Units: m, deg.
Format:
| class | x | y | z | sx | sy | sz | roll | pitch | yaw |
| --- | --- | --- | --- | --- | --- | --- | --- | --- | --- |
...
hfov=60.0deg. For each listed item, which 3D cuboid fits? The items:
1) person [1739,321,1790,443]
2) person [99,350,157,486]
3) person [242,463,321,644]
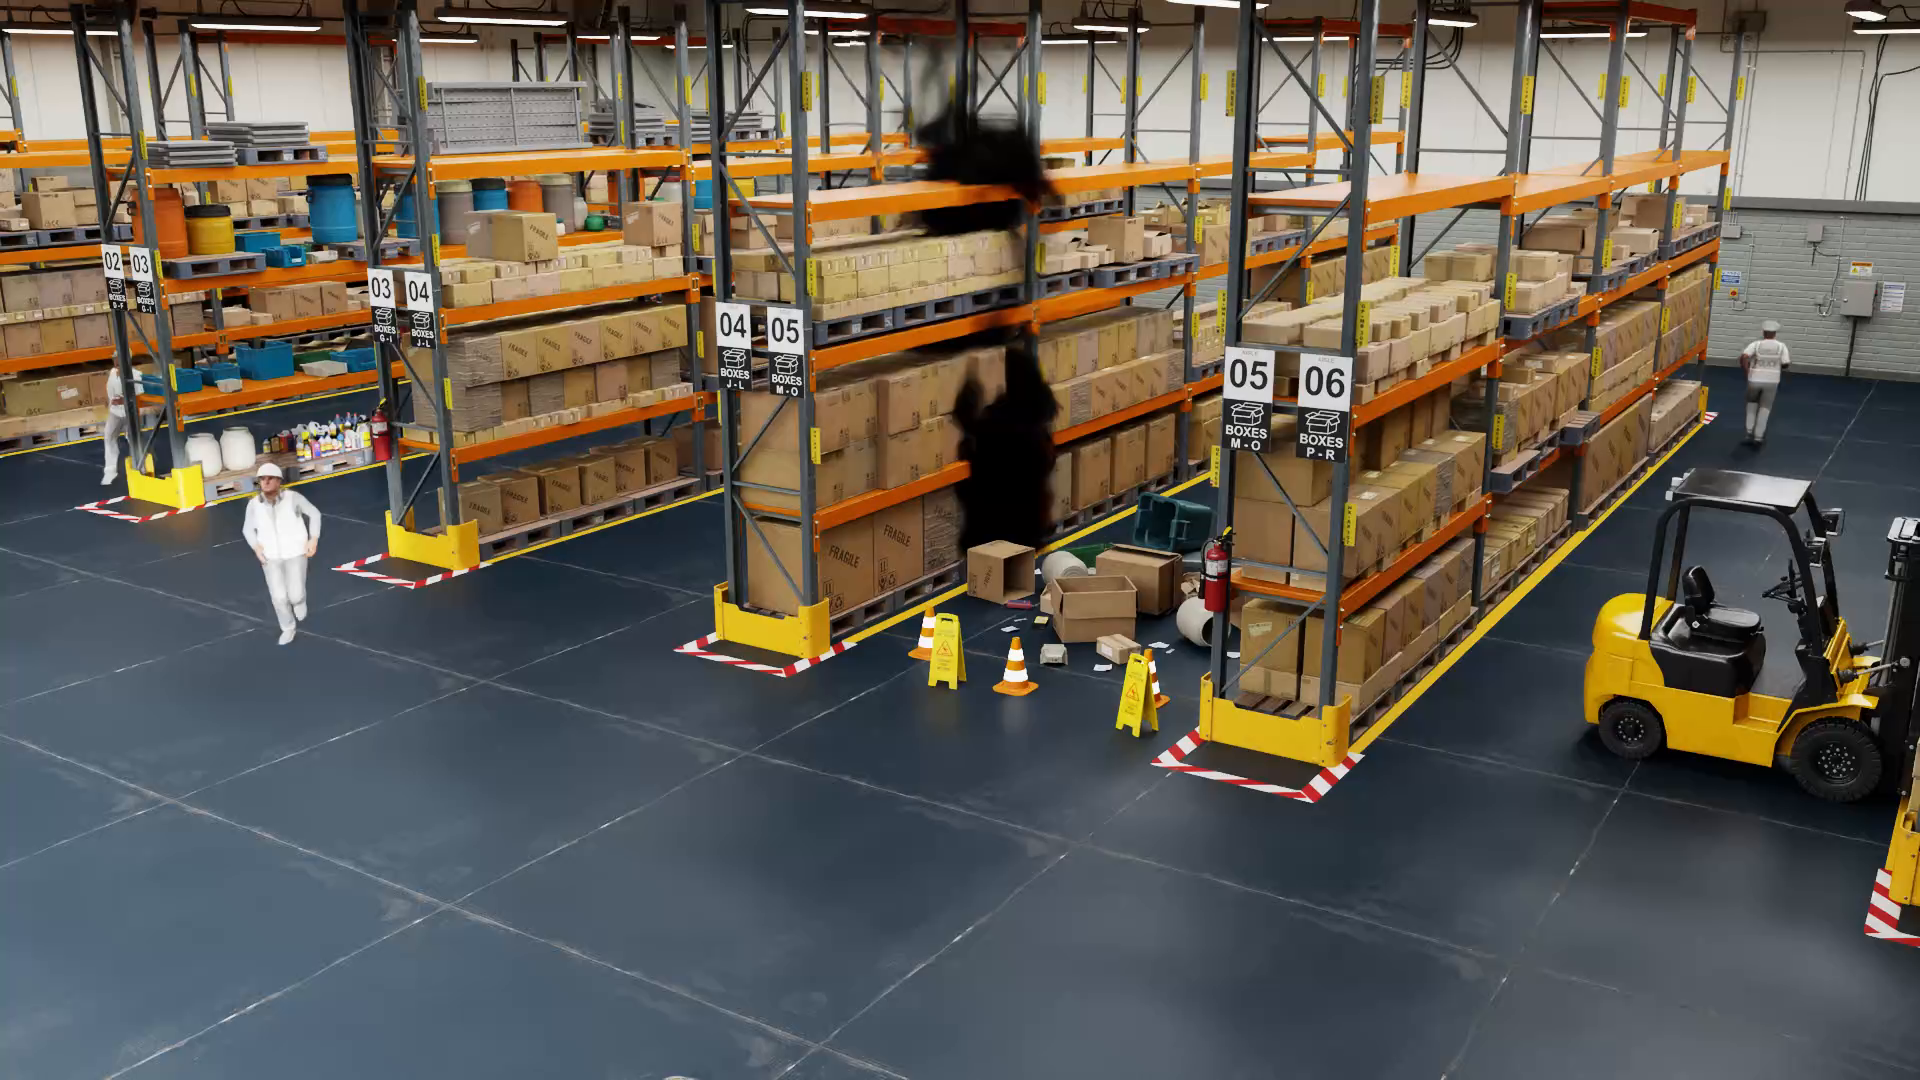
| class | x | y | z | sx | sy | sz | roll | pitch | yaw |
| --- | --- | --- | --- | --- | --- | --- | --- | --- | --- |
| person | 11.626 | -2.263 | 24.090 | 0.640 | 1.836 | 0.727 | 9 | 18 | 29 |
| person | -10.971 | -1.654 | 21.950 | 0.725 | 1.794 | 0.919 | 4 | 16 | 15 |
| person | -6.340 | 0.120 | 15.592 | 0.679 | 1.735 | 0.646 | -3 | 16 | -12 |
